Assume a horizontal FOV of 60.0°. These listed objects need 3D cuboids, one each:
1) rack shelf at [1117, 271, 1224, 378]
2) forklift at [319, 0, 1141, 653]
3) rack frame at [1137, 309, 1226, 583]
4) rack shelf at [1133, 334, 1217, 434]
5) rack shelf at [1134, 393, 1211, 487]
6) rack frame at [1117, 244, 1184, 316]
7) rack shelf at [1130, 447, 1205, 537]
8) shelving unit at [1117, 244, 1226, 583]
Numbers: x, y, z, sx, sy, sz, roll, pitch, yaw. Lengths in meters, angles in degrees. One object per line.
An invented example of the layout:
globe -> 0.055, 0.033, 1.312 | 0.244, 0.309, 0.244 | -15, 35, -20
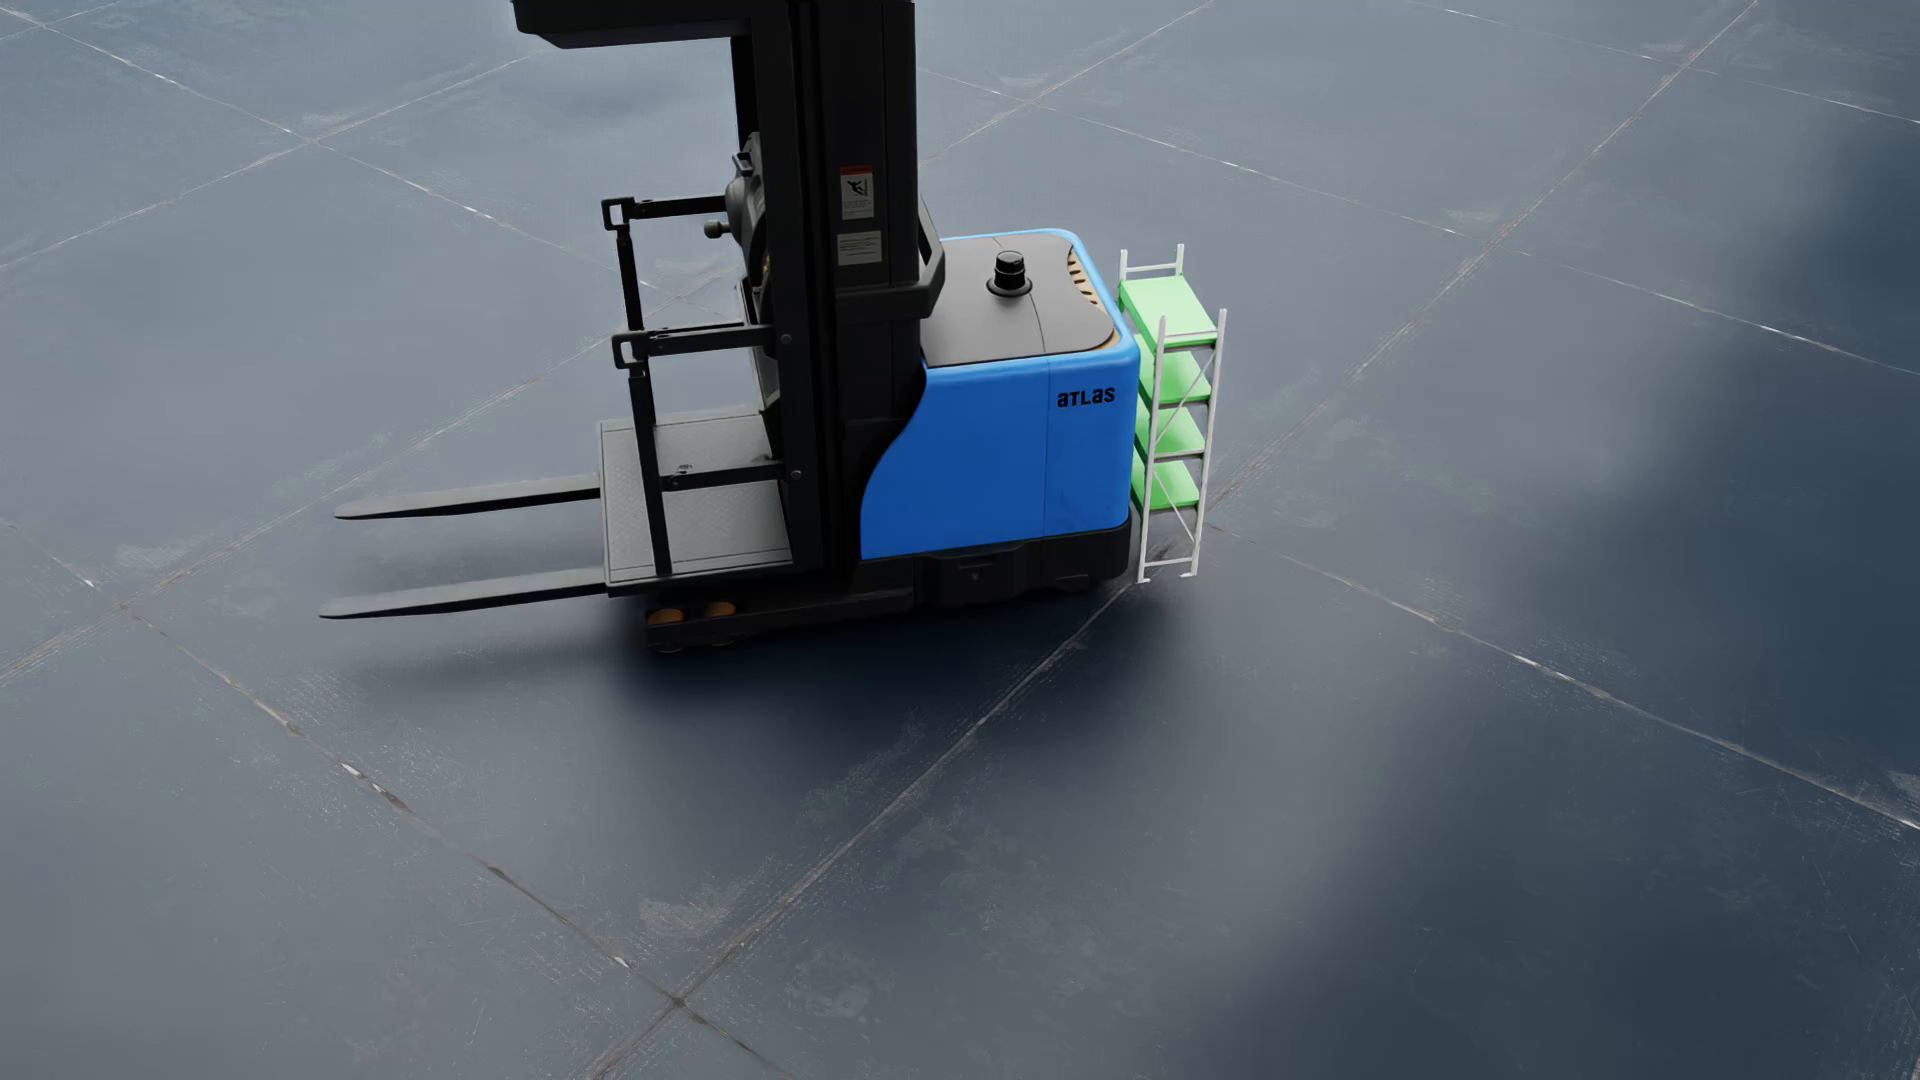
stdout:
rack shelf -> 0.767, -0.796, 6.119 | 0.258, 0.148, 0.480 | -7, 39, -9
forklift -> -0.910, -1.089, 5.763 | 3.031, 2.935, 1.130 | -7, 39, -9
rack frame -> 0.815, -0.321, 6.187 | 0.240, 1.200, 0.015 | -7, 39, -9
rack shelf -> 0.767, -0.607, 6.267 | 0.258, 0.148, 0.480 | -7, 39, -9
rack shelf -> 0.767, -0.418, 6.414 | 0.258, 0.148, 0.480 | -7, 39, -9
rack frame -> 0.718, -0.616, 6.563 | 0.240, 1.200, 0.015 | -7, 39, -9
rack shelf -> 0.767, -0.229, 6.562 | 0.258, 0.148, 0.480 | -7, 39, -9
shelving unit -> 0.767, -0.469, 6.375 | 0.258, 1.200, 0.503 | -7, 39, -9
